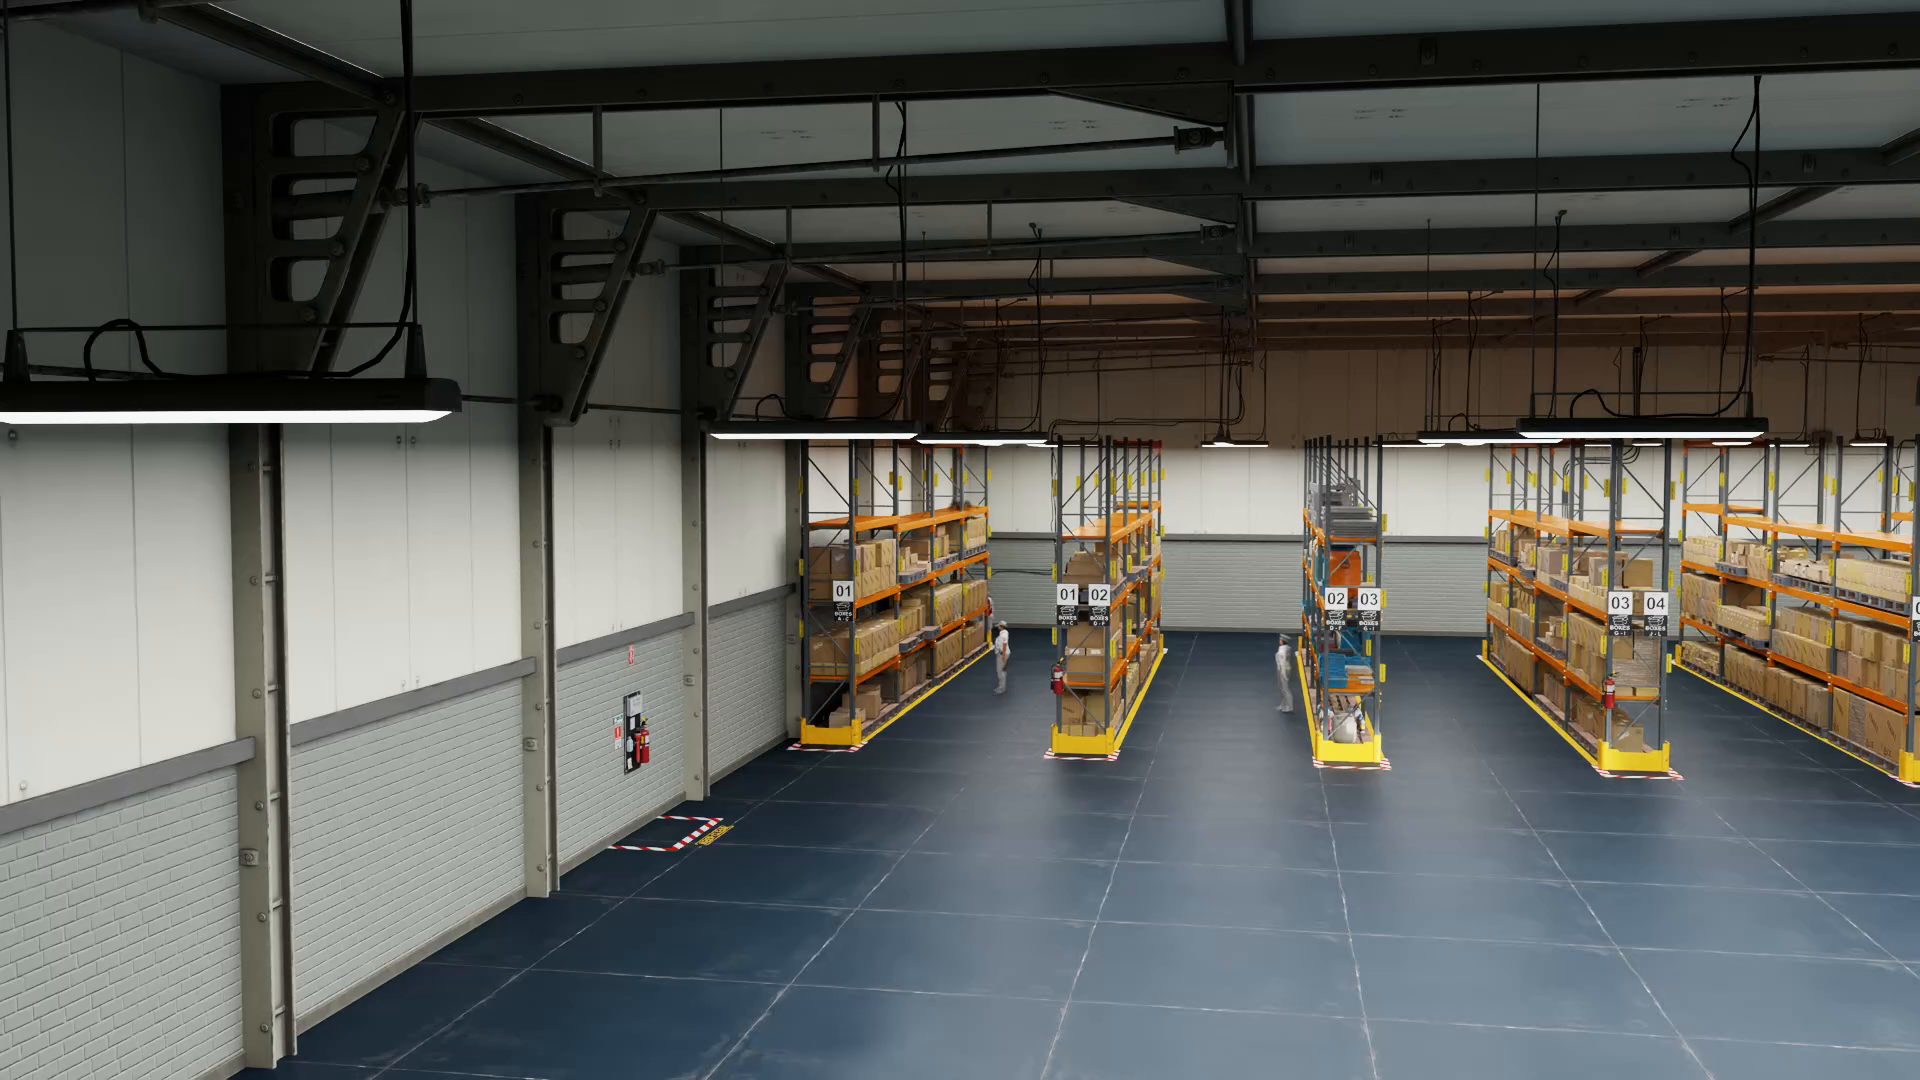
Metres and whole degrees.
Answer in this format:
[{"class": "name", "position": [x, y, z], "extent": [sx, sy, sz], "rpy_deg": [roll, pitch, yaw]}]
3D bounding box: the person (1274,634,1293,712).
[{"class": "person", "position": [7.139, 2.912, 36.573], "extent": [0.414, 1.715, 0.669], "rpy_deg": [1, 3, 17]}]

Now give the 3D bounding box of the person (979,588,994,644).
[{"class": "person", "position": [0.765, 2.243, 49.127], "extent": [0.492, 1.678, 0.410], "rpy_deg": [-1, 3, -20]}]

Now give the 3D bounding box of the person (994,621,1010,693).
[{"class": "person", "position": [1.001, 2.773, 39.411], "extent": [0.389, 1.706, 0.594], "rpy_deg": [0, 3, 3]}]
